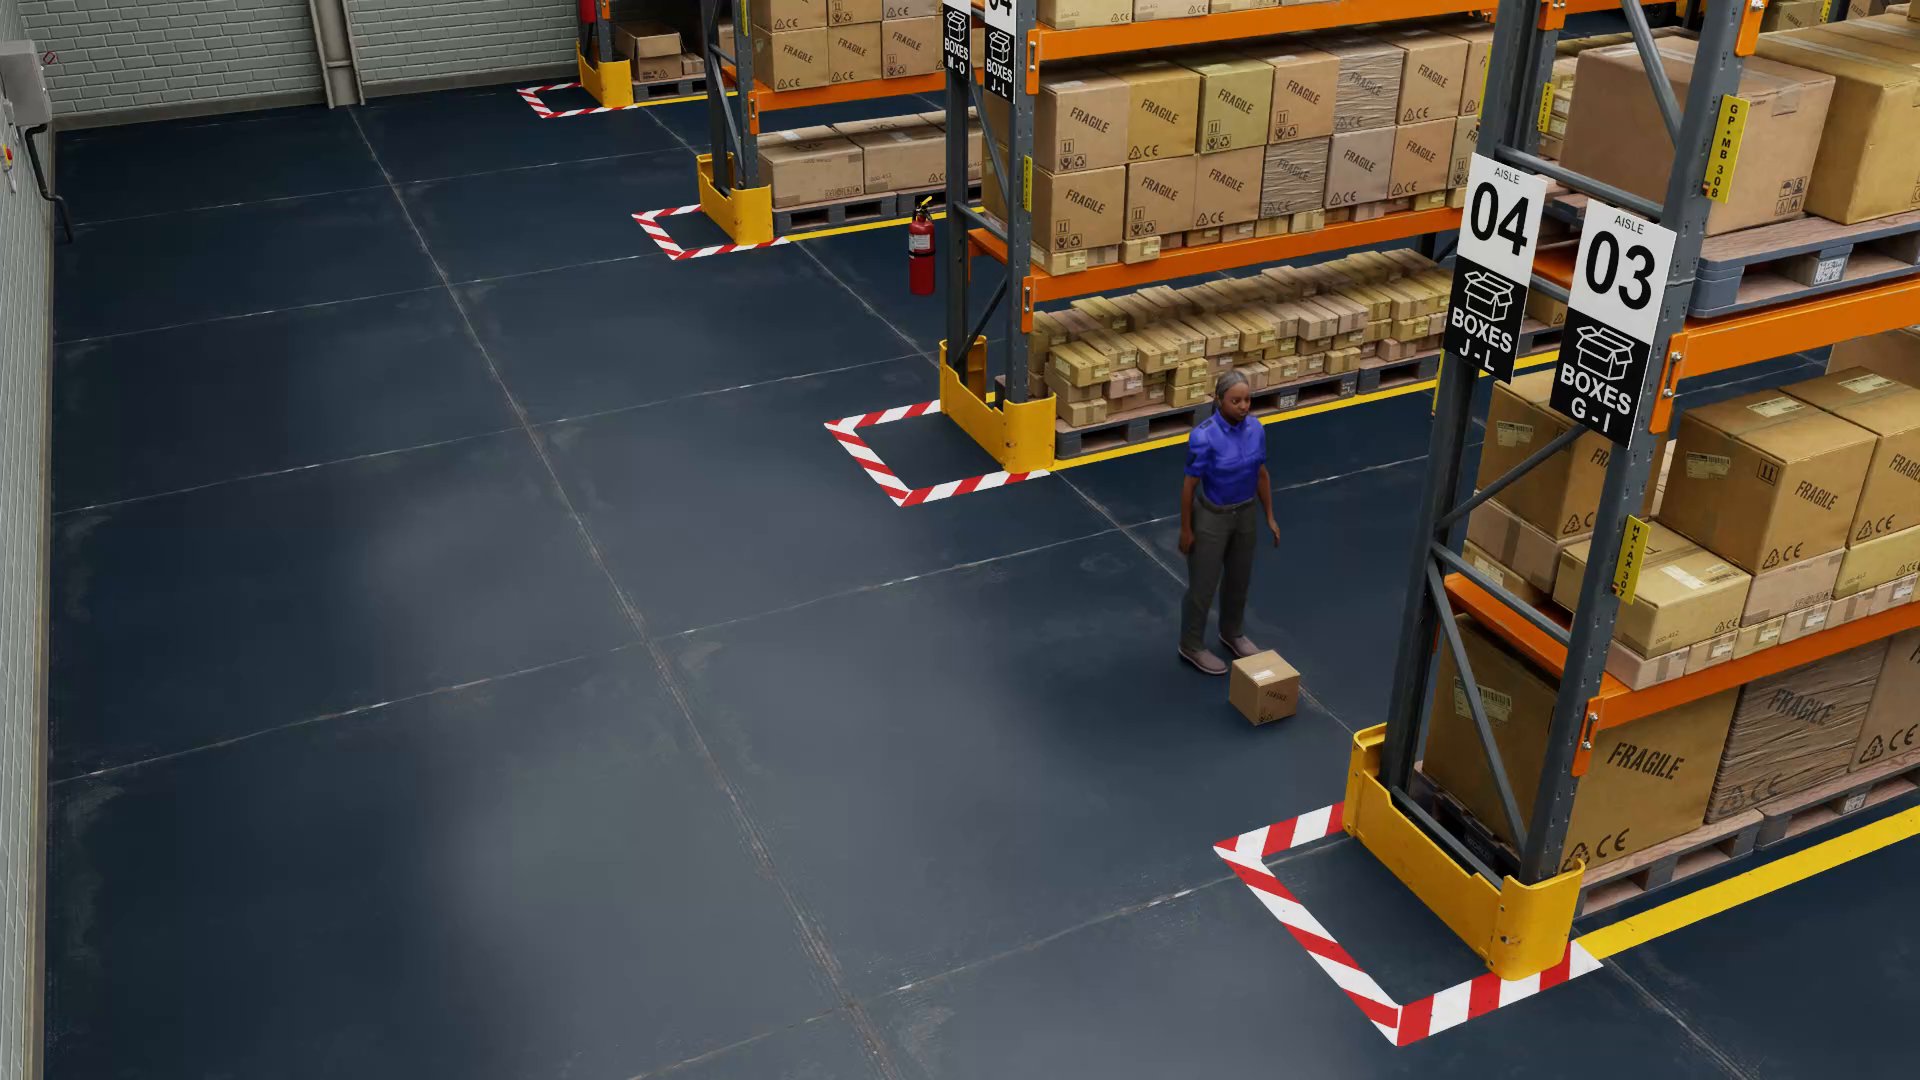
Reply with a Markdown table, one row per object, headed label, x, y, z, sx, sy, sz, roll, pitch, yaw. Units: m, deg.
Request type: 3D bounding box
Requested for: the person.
| label | x | y | z | sx | sy | sz | roll | pitch | yaw |
| --- | --- | --- | --- | --- | --- | --- | --- | --- | --- |
| person | 1.372 | -0.074 | 8.549 | 0.479 | 1.671 | 0.367 | -16 | 33 | -26 |
